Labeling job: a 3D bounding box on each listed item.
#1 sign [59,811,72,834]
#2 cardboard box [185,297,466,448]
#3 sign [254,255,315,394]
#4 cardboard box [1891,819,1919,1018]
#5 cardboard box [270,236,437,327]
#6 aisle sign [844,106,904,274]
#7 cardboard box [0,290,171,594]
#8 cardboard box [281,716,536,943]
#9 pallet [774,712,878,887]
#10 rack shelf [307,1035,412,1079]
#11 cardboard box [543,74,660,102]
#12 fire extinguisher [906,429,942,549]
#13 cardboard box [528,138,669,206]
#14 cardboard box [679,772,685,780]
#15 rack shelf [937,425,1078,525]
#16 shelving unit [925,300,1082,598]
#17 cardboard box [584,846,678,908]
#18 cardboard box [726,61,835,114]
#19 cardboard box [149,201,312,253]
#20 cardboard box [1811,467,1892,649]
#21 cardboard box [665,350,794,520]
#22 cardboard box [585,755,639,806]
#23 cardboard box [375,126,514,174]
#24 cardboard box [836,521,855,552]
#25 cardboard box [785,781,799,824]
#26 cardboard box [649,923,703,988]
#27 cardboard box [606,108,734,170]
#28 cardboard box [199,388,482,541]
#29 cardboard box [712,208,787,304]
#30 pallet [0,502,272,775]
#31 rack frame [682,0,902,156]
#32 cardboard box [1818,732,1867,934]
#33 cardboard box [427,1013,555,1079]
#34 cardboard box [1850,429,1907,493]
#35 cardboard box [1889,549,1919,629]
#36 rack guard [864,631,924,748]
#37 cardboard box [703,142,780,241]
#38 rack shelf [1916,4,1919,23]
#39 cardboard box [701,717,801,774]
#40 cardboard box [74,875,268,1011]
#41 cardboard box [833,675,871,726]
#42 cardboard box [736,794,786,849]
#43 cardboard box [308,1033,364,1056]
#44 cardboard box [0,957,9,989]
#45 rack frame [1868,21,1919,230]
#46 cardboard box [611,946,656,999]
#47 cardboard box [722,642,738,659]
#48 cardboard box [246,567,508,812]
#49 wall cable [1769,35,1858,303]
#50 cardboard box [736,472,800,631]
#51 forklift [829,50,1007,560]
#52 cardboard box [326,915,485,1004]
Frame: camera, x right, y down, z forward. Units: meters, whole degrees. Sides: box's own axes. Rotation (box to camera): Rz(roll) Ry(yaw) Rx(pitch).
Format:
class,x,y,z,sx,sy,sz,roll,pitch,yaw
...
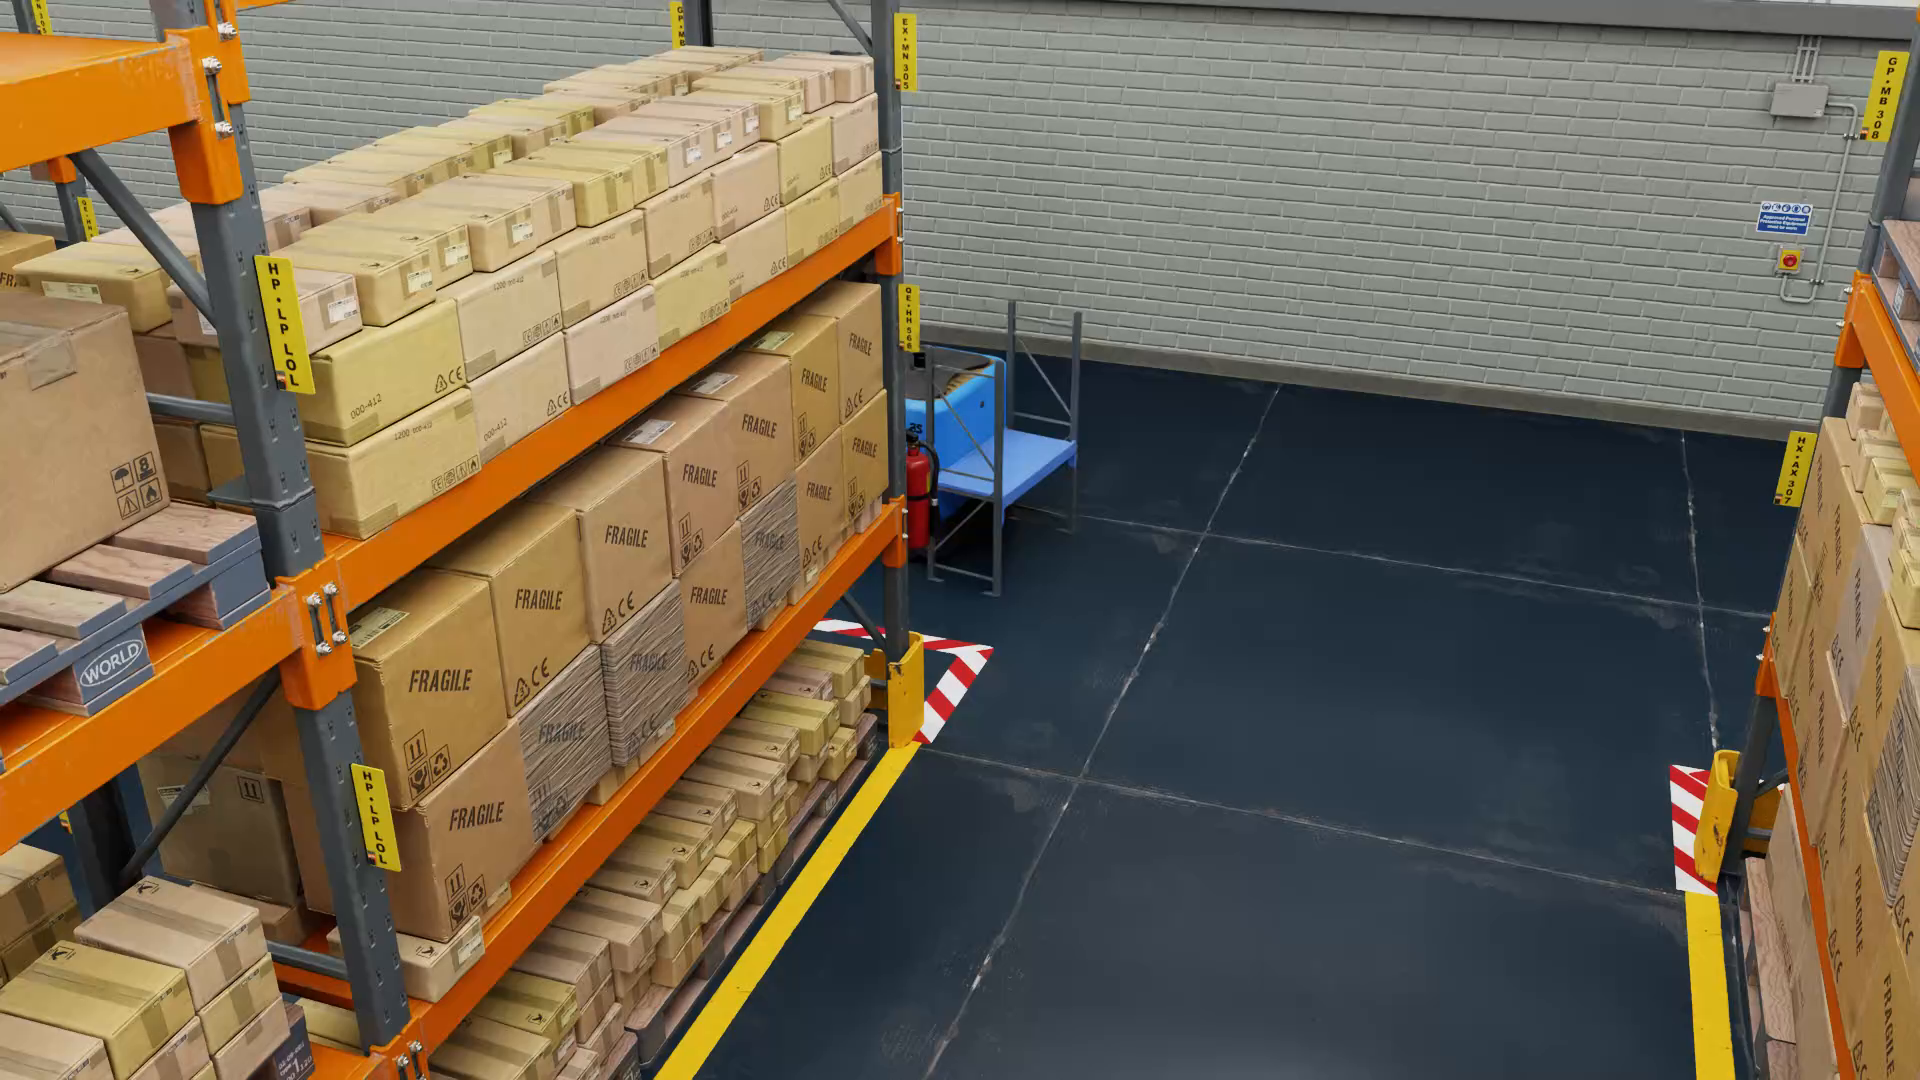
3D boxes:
class,x,y,z,sx,sy,sz,roll,pitch,yaw
sign,-2.599,0.721,4.826,0.100,0.325,0.005,9,27,17
cardboard box,-1.698,-0.485,4.465,0.500,0.250,0.500,10,27,19
sign,-1.560,-0.495,3.843,0.100,0.325,0.005,9,27,17
cardboard box,2.690,0.926,4.134,0.500,0.500,0.500,8,27,17
cardboard box,-1.637,-0.693,4.437,0.380,0.149,0.250,8,27,15
aisle sign,-0.446,-1.614,7.659,0.394,0.787,0.004,9,27,17
cardboard box,-2.314,-0.258,3.803,0.700,0.500,0.500,9,27,18
cardboard box,-1.682,0.840,5.117,0.500,0.500,0.500,8,27,16
pallet,-1.082,1.157,8.118,1.003,0.211,1.213,9,27,17
rack shelf,-2.750,2.332,3.318,1.077,0.370,4.000,9,27,17
cardboard box,-1.418,-1.742,6.605,0.380,0.149,0.250,9,27,18
fire extinguisher,-0.234,-0.292,8.427,0.296,0.674,0.183,9,27,17
cardboard box,-1.202,-1.228,5.543,0.380,0.149,0.250,8,27,16
cardboard box,-1.504,1.117,7.791,0.380,0.149,0.250,9,27,18
rack shelf,0.274,-0.416,10.300,0.538,0.185,1.000,14,29,26
shelving unit,0.274,-0.578,10.222,0.538,1.500,1.048,14,29,26
cardboard box,-1.349,1.358,6.610,0.380,0.149,0.250,8,27,15
cardboard box,-0.741,-1.875,6.880,0.380,0.149,0.250,9,27,18
cardboard box,-2.118,-0.886,4.837,0.380,0.149,0.250,9,27,17
cardboard box,3.355,0.093,5.854,0.500,0.500,0.500,8,27,16
cardboard box,-1.004,-0.439,6.612,0.500,0.500,0.500,10,28,20
cardboard box,-1.385,0.791,5.963,0.380,0.149,0.250,9,27,18
cardboard box,-1.767,-1.312,5.716,0.380,0.149,0.250,8,27,17
cardboard box,-0.713,-0.073,7.747,0.380,0.149,0.250,9,27,17
cardboard box,-0.961,1.203,7.614,0.380,0.149,0.250,9,27,18
cardboard box,-1.267,1.638,6.715,0.380,0.149,0.250,8,27,16
cardboard box,-1.043,-1.444,5.989,0.380,0.149,0.250,9,27,19
cardboard box,-1.681,-0.249,4.551,0.500,0.250,0.500,10,28,20
cardboard box,-0.996,-1.103,6.315,0.500,0.250,0.500,10,28,20
pallet,-2.390,0.159,3.754,1.213,0.211,1.003,9,27,17
rack frame,-0.753,-3.158,6.946,1.000,3.000,0.127,9,27,17
cardboard box,3.039,0.956,5.219,0.500,0.500,0.500,10,27,19
cardboard box,-1.627,1.796,5.705,0.380,0.149,0.250,10,28,20
cardboard box,3.354,-0.255,5.827,0.380,0.149,0.250,10,27,19
cardboard box,3.013,0.168,4.954,0.380,0.149,0.250,8,27,16
rack guard,-0.779,0.698,8.734,1.175,0.500,0.348,9,27,17
cardboard box,-1.009,-1.319,6.188,0.500,0.250,0.500,9,27,18
rack shelf,3.283,-1.156,4.096,1.077,0.370,4.000,9,27,17
cardboard box,-0.941,0.940,7.474,0.380,0.149,0.250,8,27,15
cardboard box,-2.034,1.035,4.293,0.380,0.149,0.250,10,28,20
cardboard box,-0.660,0.761,8.185,0.380,0.149,0.250,8,27,16
cardboard box,-0.991,1.189,7.300,0.380,0.149,0.250,9,27,18
cardboard box,-2.211,1.828,5.639,0.380,0.149,0.250,10,27,19
cardboard box,-2.733,1.178,4.340,0.380,0.149,0.250,8,27,16
rack frame,3.948,-2.482,5.549,1.000,3.000,0.127,9,27,17
cardboard box,-1.409,1.601,6.449,0.380,0.149,0.250,10,28,20
cardboard box,-1.107,0.347,6.880,0.380,0.149,0.250,8,27,15
cardboard box,-1.704,0.407,4.864,0.500,0.500,0.500,9,27,19
wall cable,5.803,-2.574,11.421,0.585,1.953,0.123,9,27,17
cardboard box,-0.996,0.006,6.840,0.500,0.500,0.500,9,27,18
forklift,-1.228,-1.633,10.758,3.031,2.935,1.130,13,29,24
cardboard box,-1.681,1.230,5.056,0.380,0.149,0.250,10,28,19
